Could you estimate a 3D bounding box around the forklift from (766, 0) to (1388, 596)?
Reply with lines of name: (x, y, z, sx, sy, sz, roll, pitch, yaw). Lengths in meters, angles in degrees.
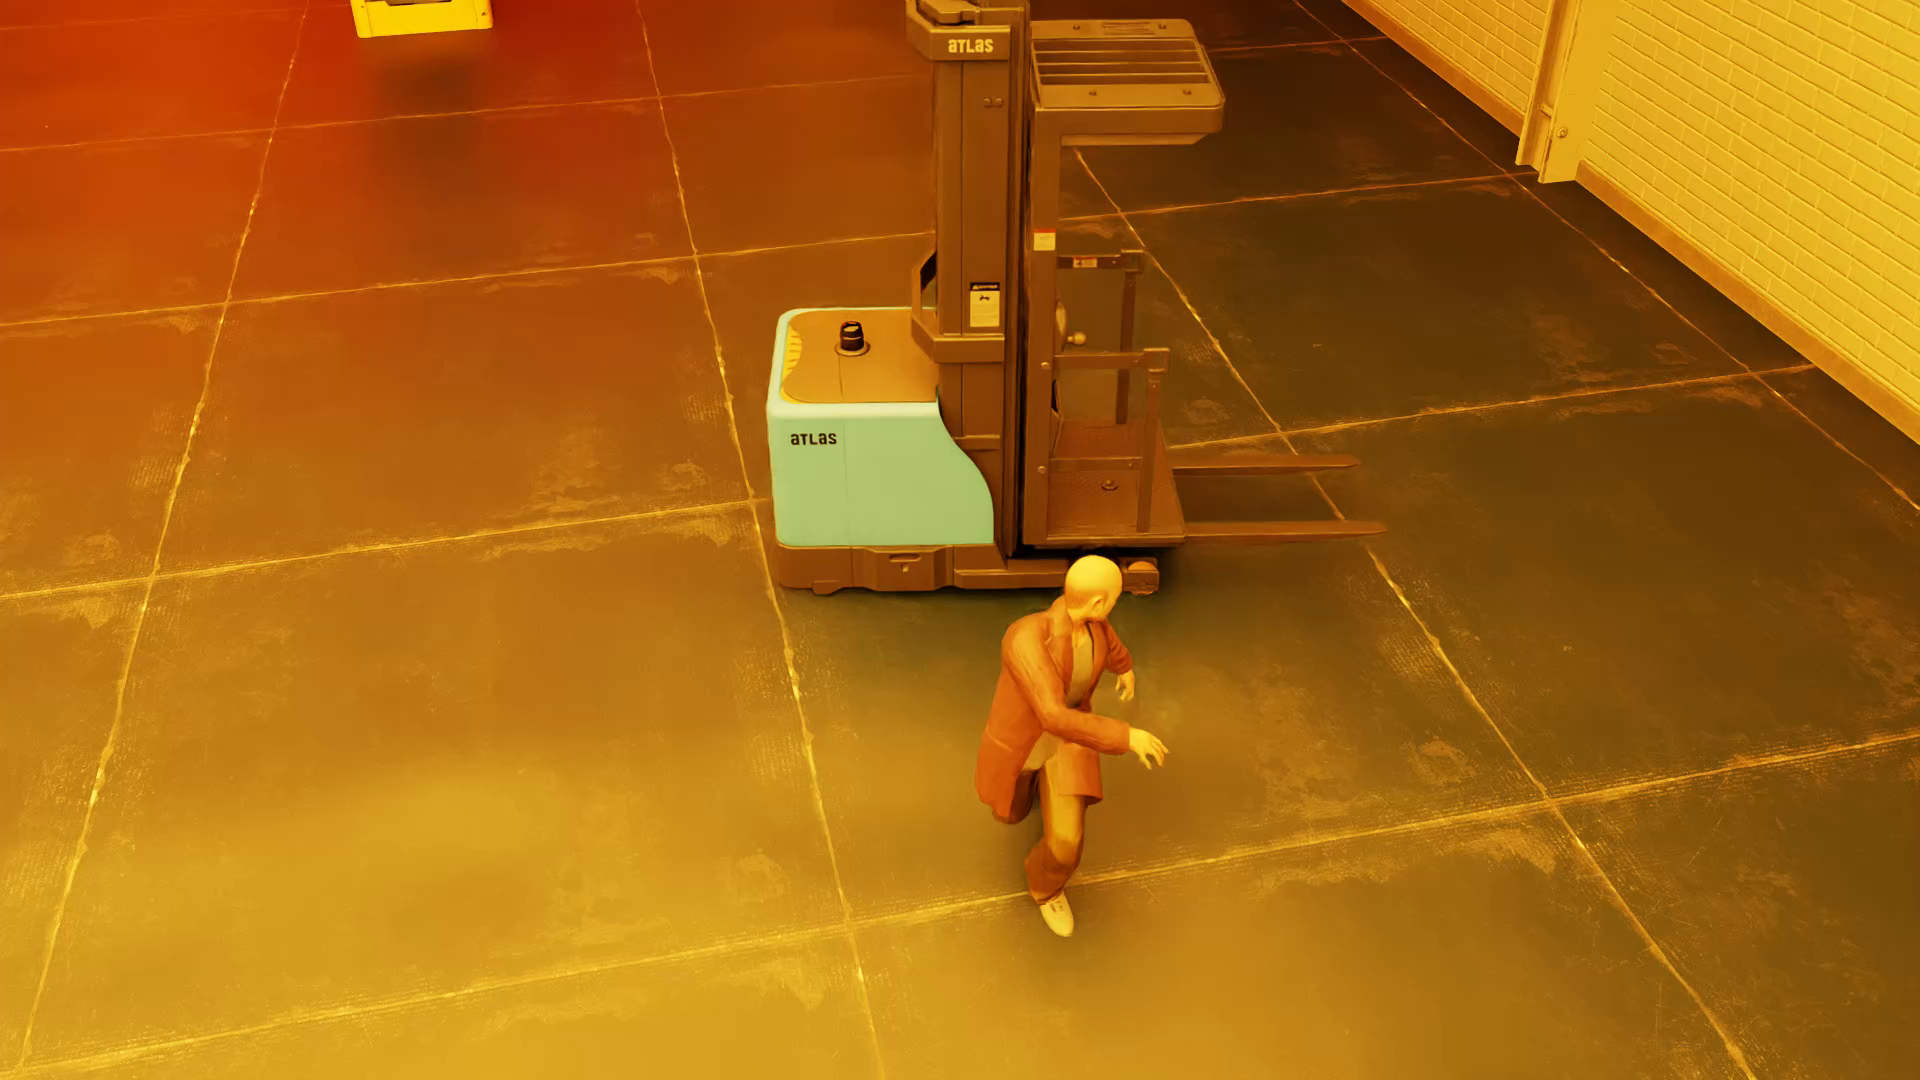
forklift: (0.600, -1.225, 7.752, 3.031, 2.935, 1.130, -1, 36, -1)

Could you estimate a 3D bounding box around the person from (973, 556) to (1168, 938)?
person: (0.398, 0.674, 6.368, 0.706, 1.537, 0.948, -6, 36, -8)
